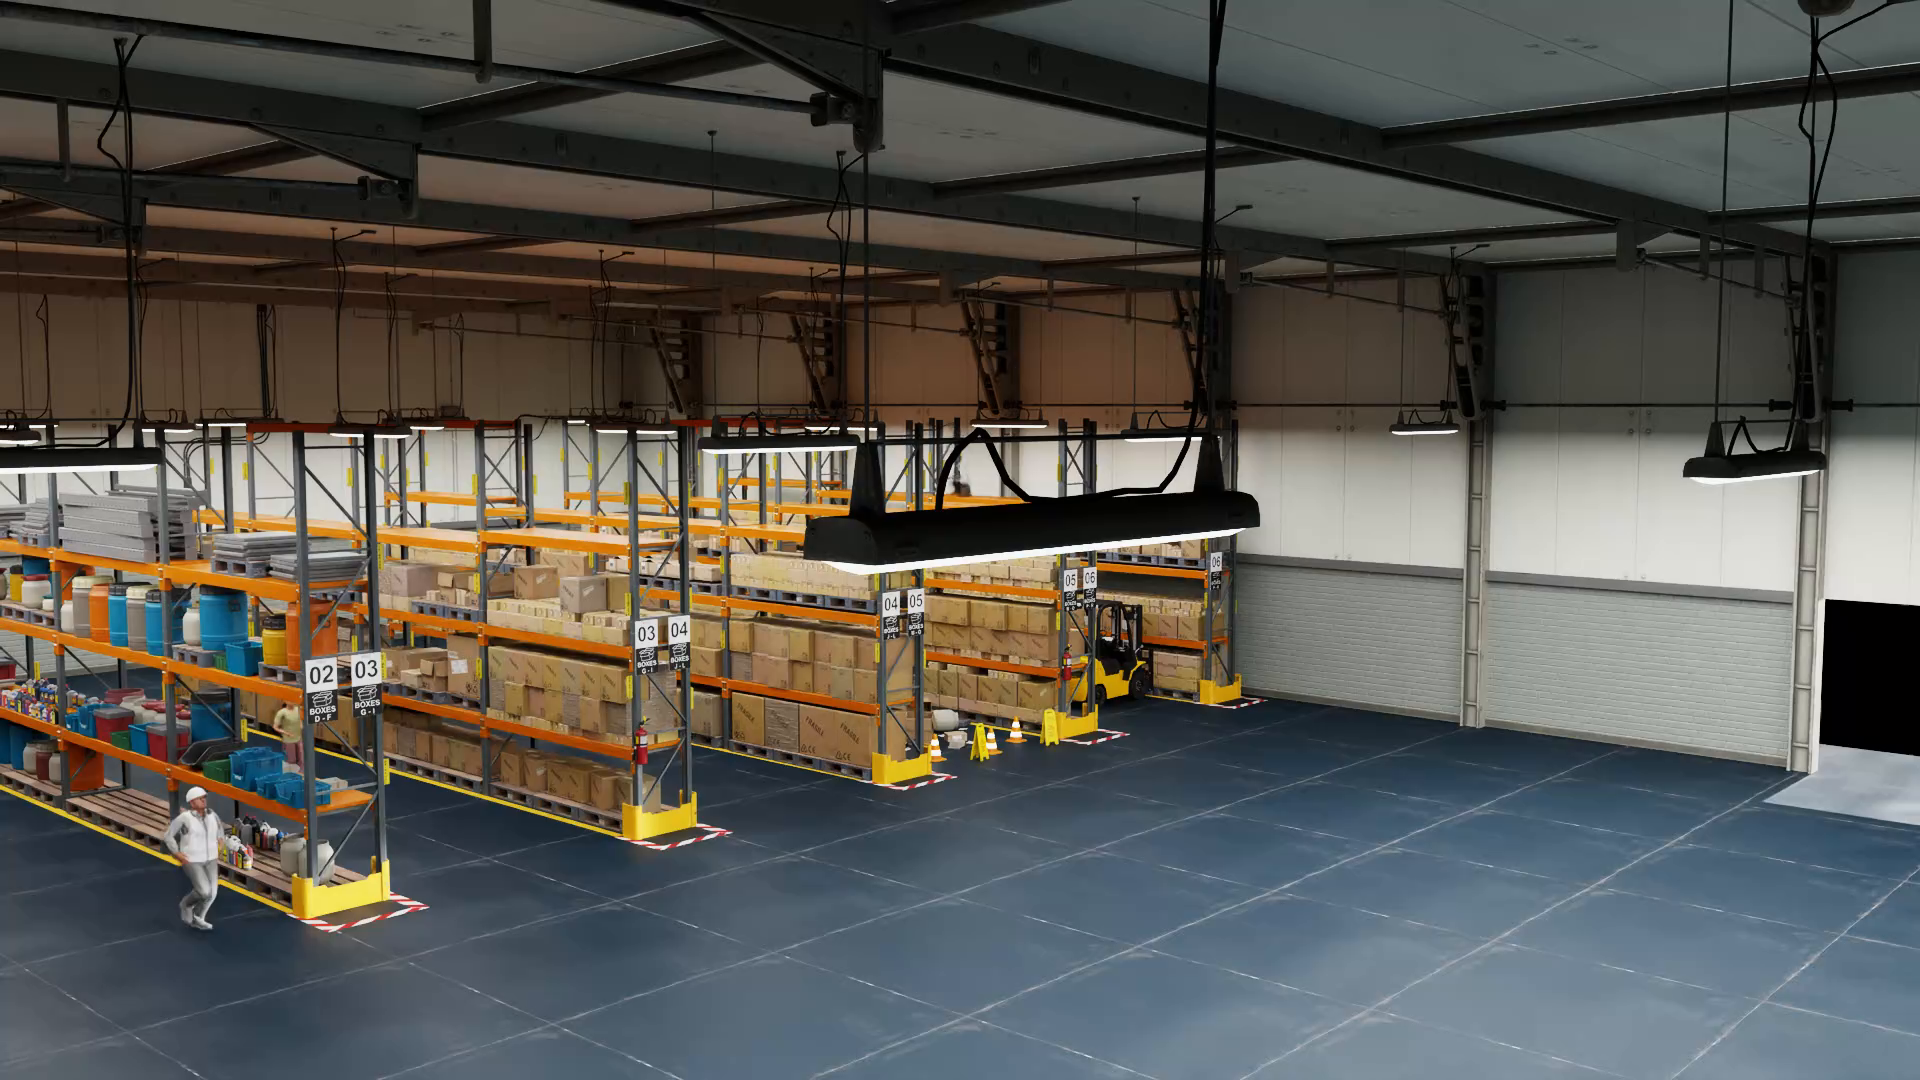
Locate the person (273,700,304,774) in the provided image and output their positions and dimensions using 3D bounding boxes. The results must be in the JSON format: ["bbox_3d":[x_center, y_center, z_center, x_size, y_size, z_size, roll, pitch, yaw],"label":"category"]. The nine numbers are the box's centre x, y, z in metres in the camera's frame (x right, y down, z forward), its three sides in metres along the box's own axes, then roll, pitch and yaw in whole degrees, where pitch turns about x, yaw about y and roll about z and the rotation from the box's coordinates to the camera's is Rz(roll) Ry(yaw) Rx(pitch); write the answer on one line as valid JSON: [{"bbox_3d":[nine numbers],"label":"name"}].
[{"bbox_3d":[-10.923,3.294,27.208,0.894,1.635,0.593,3,6,34],"label":"person"}]

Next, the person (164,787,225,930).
[{"bbox_3d":[-9.109,3.831,19.970,0.522,1.730,0.715,3,5,32],"label":"person"}]
